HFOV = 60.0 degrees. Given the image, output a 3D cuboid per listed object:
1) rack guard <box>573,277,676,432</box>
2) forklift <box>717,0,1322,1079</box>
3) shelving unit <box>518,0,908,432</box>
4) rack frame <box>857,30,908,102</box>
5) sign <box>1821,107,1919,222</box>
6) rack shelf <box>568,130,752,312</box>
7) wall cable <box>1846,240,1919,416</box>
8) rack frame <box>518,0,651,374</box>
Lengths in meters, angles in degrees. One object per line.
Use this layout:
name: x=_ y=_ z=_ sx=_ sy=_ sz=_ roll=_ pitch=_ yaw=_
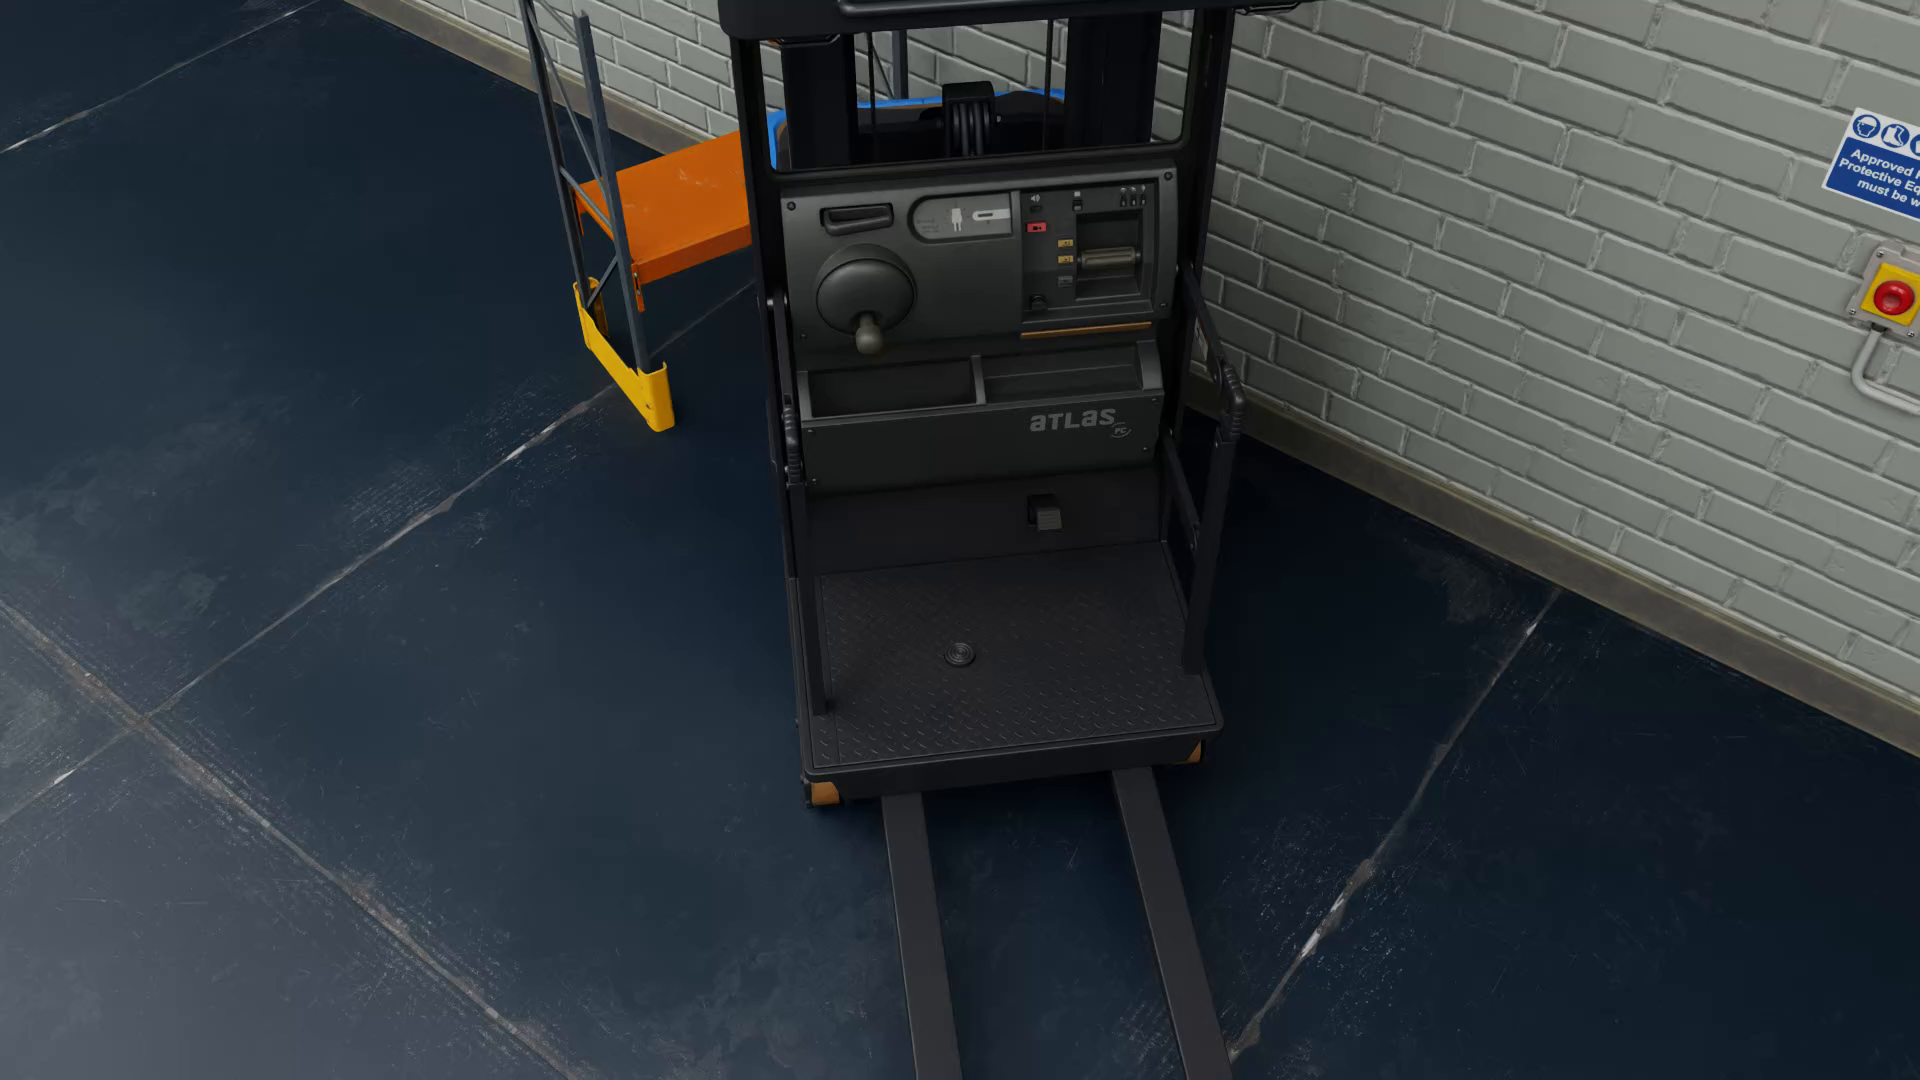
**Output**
rack guard: x=-1.149 y=-0.638 z=5.686 sx=0.087 sy=0.250 sz=0.587 roll=-25 pitch=51 yaw=-22
forklift: x=0.085 y=-0.566 z=3.764 sx=1.130 sy=2.935 sz=3.031 roll=-6 pitch=47 yaw=-5
shelving unit: x=-0.733 y=-1.267 z=5.423 sx=1.083 sy=1.500 sz=0.587 roll=-25 pitch=51 yaw=-22
rack frame: x=-0.315 y=-1.466 z=5.613 sx=0.032 sy=1.500 sz=0.500 roll=-25 pitch=51 yaw=-22
sign: x=2.167 y=-0.837 z=3.788 sx=0.327 sy=0.218 sz=0.001 roll=29 pitch=53 yaw=25
rack shelf: x=-0.740 y=-1.140 z=5.550 sx=1.000 sy=0.185 sz=0.538 roll=-25 pitch=51 yaw=-22
wall cable: x=2.168 y=-1.049 z=3.454 sx=0.585 sy=1.953 sz=0.123 roll=29 pitch=53 yaw=25
rack frame: x=-1.165 y=-1.062 z=5.227 sx=0.032 sy=1.500 sz=0.500 roll=-25 pitch=51 yaw=-22
